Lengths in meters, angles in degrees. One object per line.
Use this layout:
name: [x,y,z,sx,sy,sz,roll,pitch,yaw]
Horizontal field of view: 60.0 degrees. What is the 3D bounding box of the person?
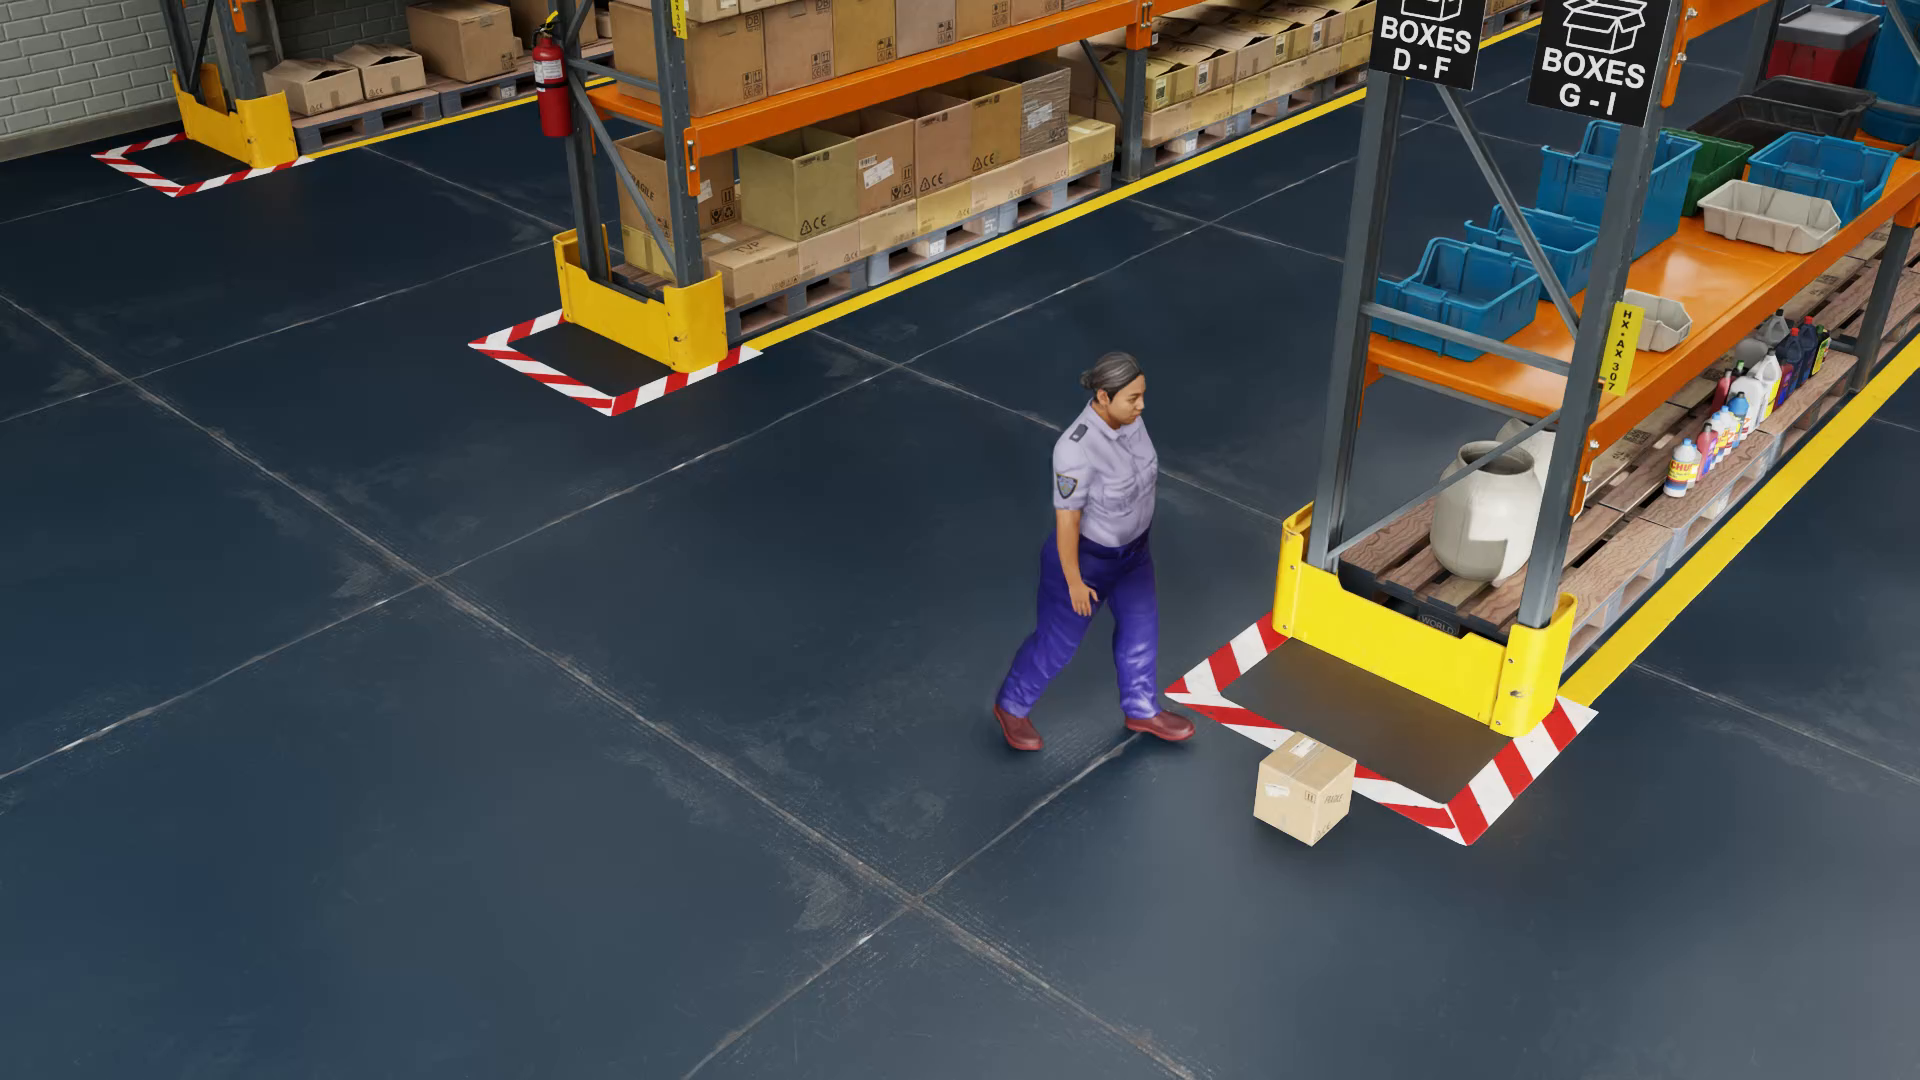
person: [0.496,0.068,6.037,0.712,1.639,0.529,23,38,32]
